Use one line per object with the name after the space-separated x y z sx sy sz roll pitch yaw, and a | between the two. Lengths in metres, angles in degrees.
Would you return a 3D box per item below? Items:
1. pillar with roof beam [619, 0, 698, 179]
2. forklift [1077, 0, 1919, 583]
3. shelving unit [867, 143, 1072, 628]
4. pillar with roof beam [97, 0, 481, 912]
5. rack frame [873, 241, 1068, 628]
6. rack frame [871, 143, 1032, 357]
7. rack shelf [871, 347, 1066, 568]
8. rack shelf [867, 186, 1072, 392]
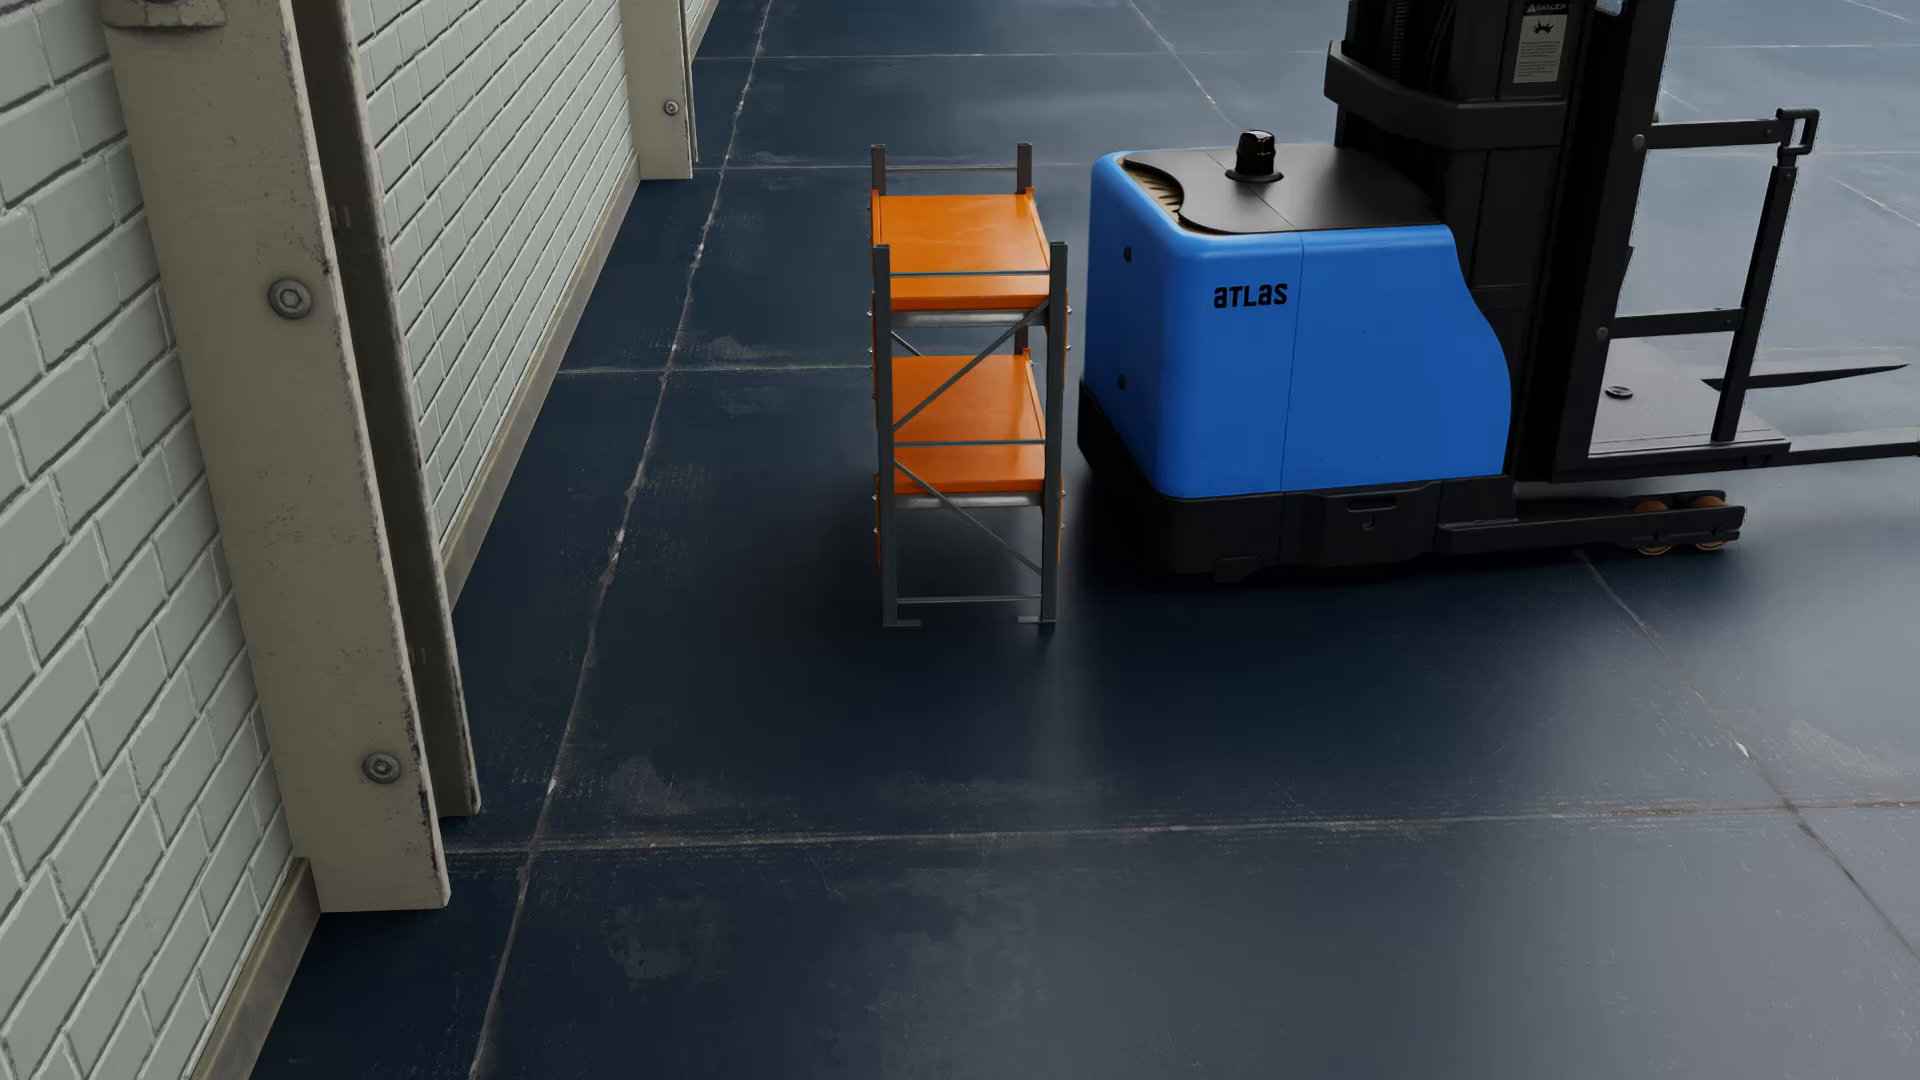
2.681 -6.137 7.286 9.100 9.000 0.400 -1 28 -3 | pillar with roof beam
1.970 -1.488 4.933 3.031 2.935 1.130 -5 28 -9 | forklift
0.000 -0.496 4.984 0.538 1.125 1.048 -1 28 -3 | shelving unit
2.994 -3.366 1.974 9.100 9.000 0.400 -1 28 -3 | pillar with roof beam
0.027 -0.261 4.534 0.500 1.125 0.032 -1 28 -3 | rack frame
-0.026 -0.730 5.434 0.500 1.125 0.032 -1 28 -3 | rack frame
0.000 -0.279 5.097 0.538 0.278 1.000 -1 28 -3 | rack shelf
0.000 -0.755 4.849 0.538 0.278 1.000 -1 28 -3 | rack shelf
